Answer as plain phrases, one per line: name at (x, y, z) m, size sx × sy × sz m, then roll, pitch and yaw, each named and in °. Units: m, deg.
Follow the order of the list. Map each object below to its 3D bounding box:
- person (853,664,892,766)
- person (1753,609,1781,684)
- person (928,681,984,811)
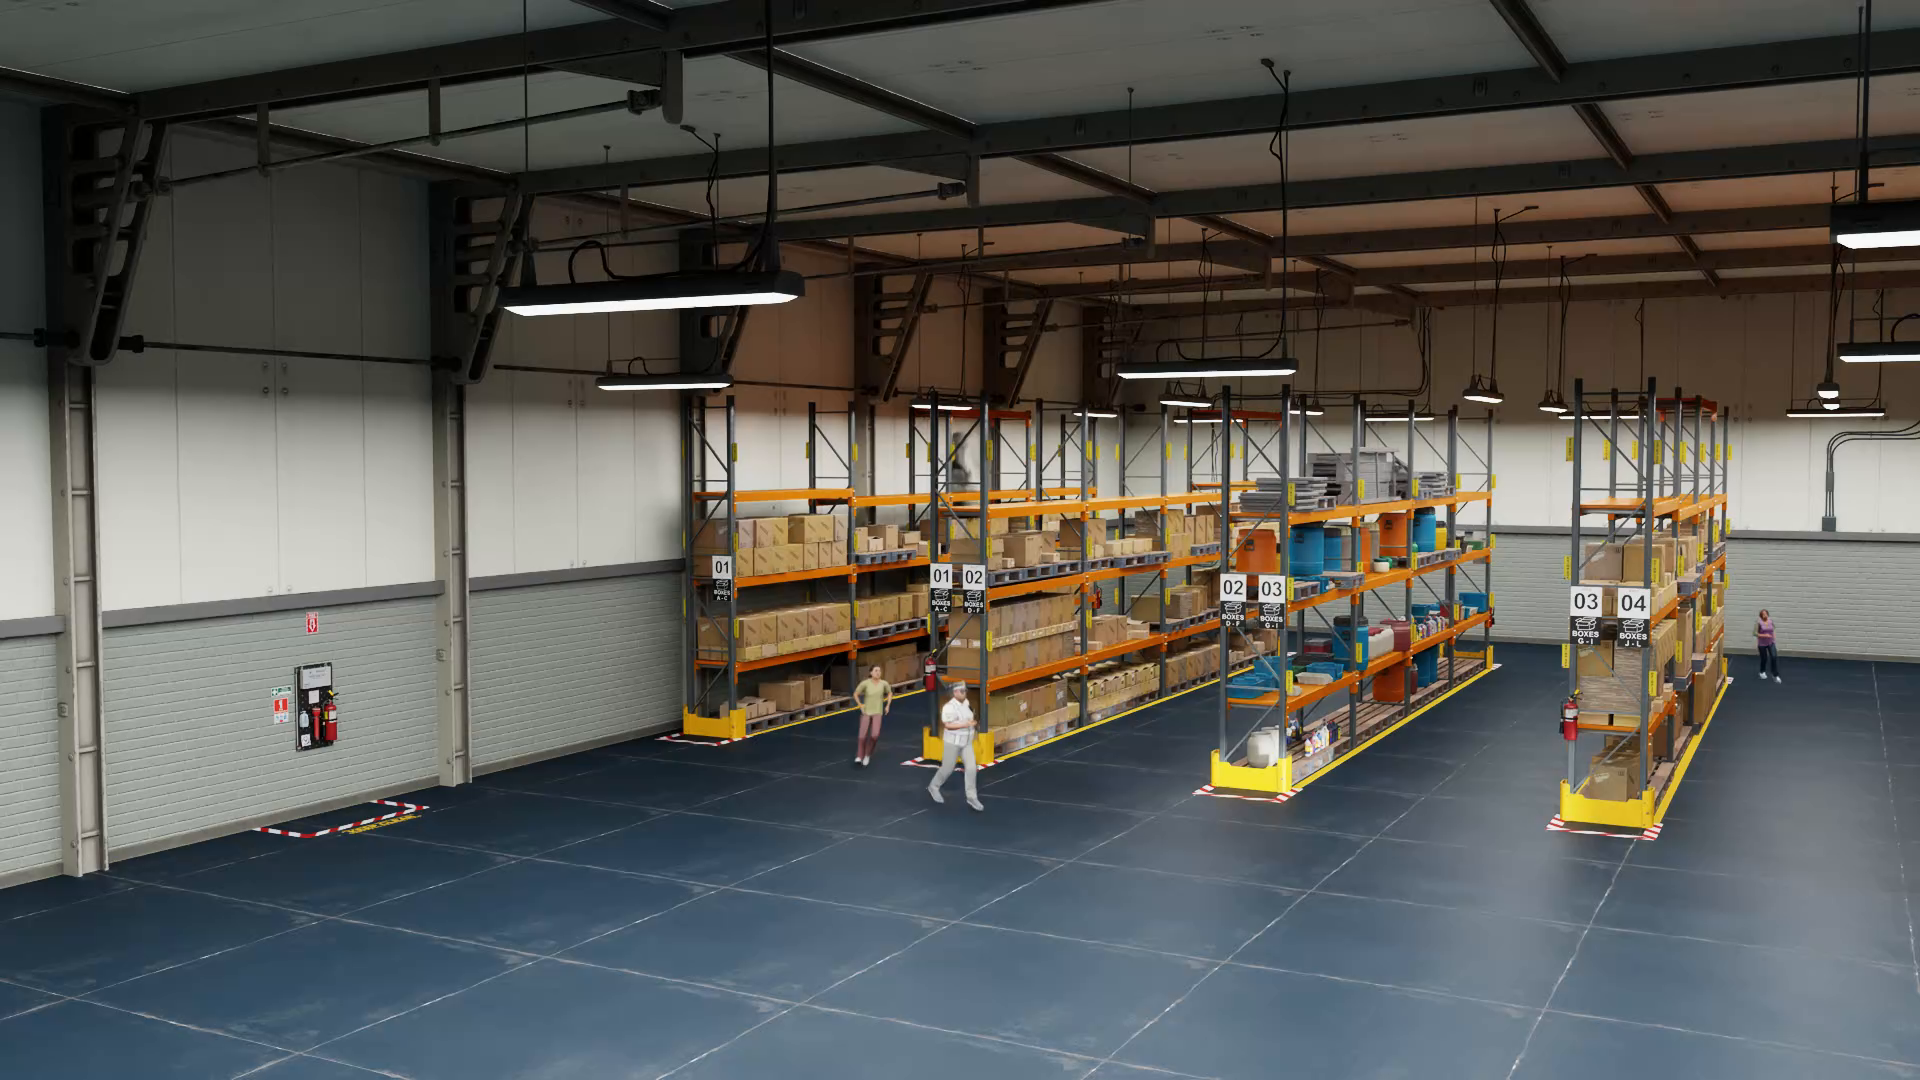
person at (-1.398, 2.790, 26.545) m, size 0.613 × 1.635 × 0.606 m, roll 0°, pitch 3°, yaw -5°
person at (17.593, 2.302, 36.371) m, size 0.542 × 1.598 × 0.792 m, roll 0°, pitch 3°, yaw 6°
person at (-0.052, 2.860, 23.407) m, size 0.959 × 1.795 × 0.650 m, roll 3°, pitch 4°, yaw 44°
